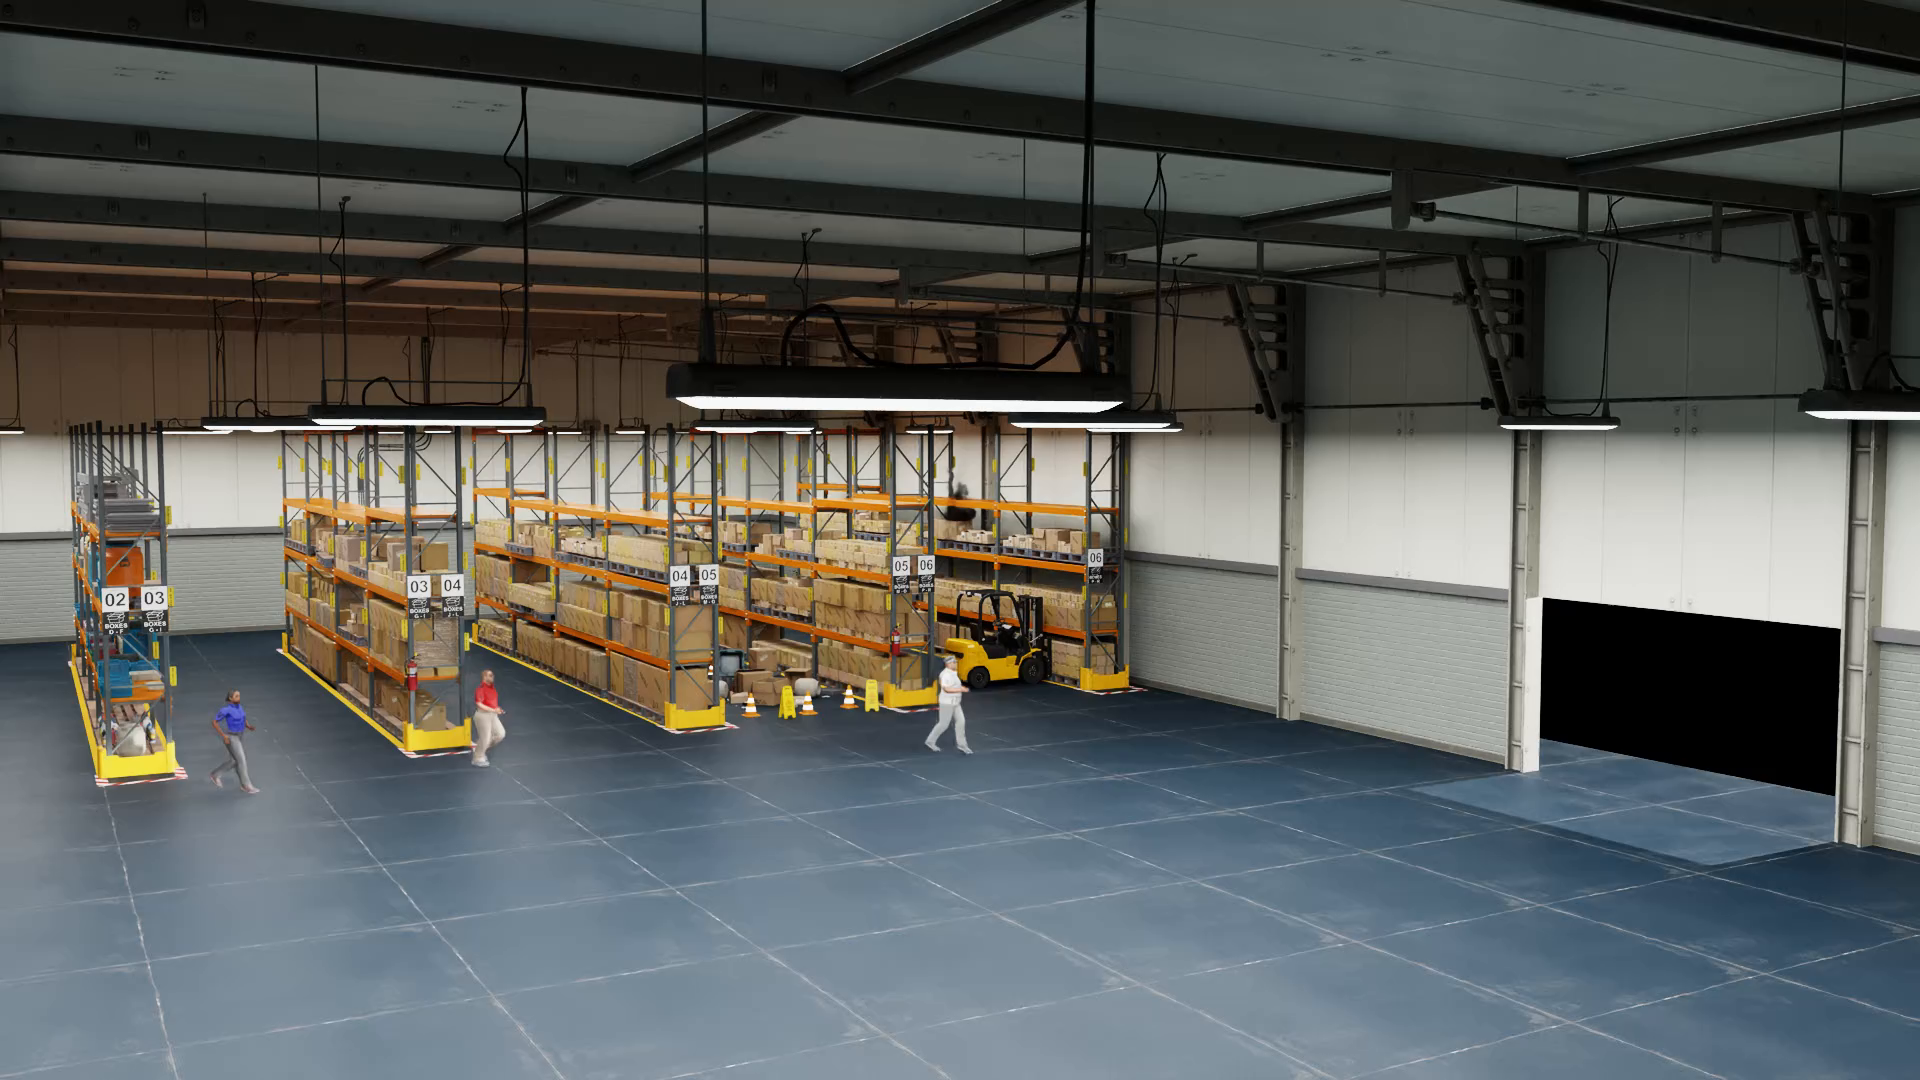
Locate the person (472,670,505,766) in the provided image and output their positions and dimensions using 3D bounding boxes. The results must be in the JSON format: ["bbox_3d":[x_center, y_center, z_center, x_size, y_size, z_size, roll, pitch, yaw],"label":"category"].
[{"bbox_3d":[-8.196,3.090,28.968,0.661,1.680,0.647,1,4,12],"label":"person"}]

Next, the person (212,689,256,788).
[{"bbox_3d":[-11.724,3.184,26.755,0.775,1.570,0.589,0,4,6],"label":"person"}]

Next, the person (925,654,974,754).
[{"bbox_3d":[-0.199,2.973,30.075,0.882,1.812,0.459,1,4,17],"label":"person"}]
